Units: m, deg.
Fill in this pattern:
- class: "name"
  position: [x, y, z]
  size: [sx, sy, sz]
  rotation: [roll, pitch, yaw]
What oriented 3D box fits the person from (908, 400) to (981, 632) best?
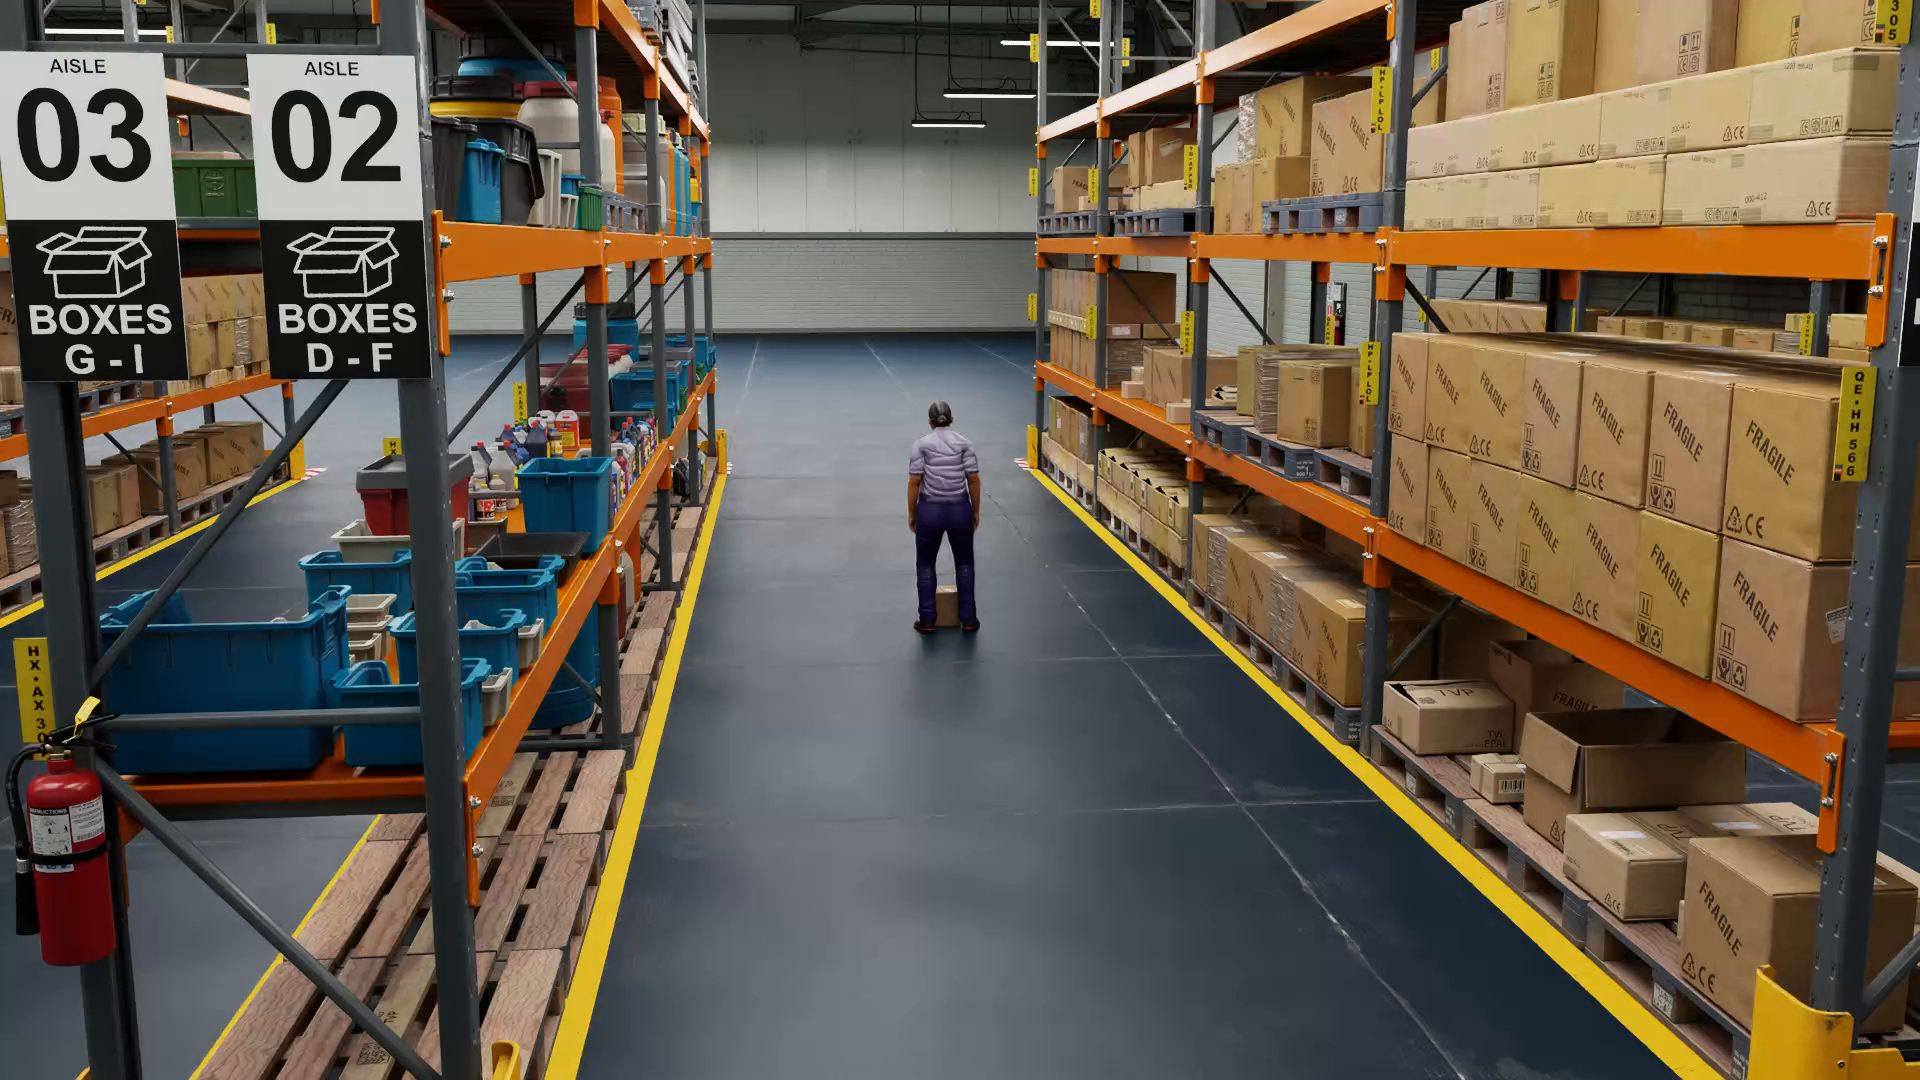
- class: "person"
  position: [-0.109, -0.166, 11.859]
  size: [0.537, 1.651, 0.357]
  rotation: [-1, 10, -7]
